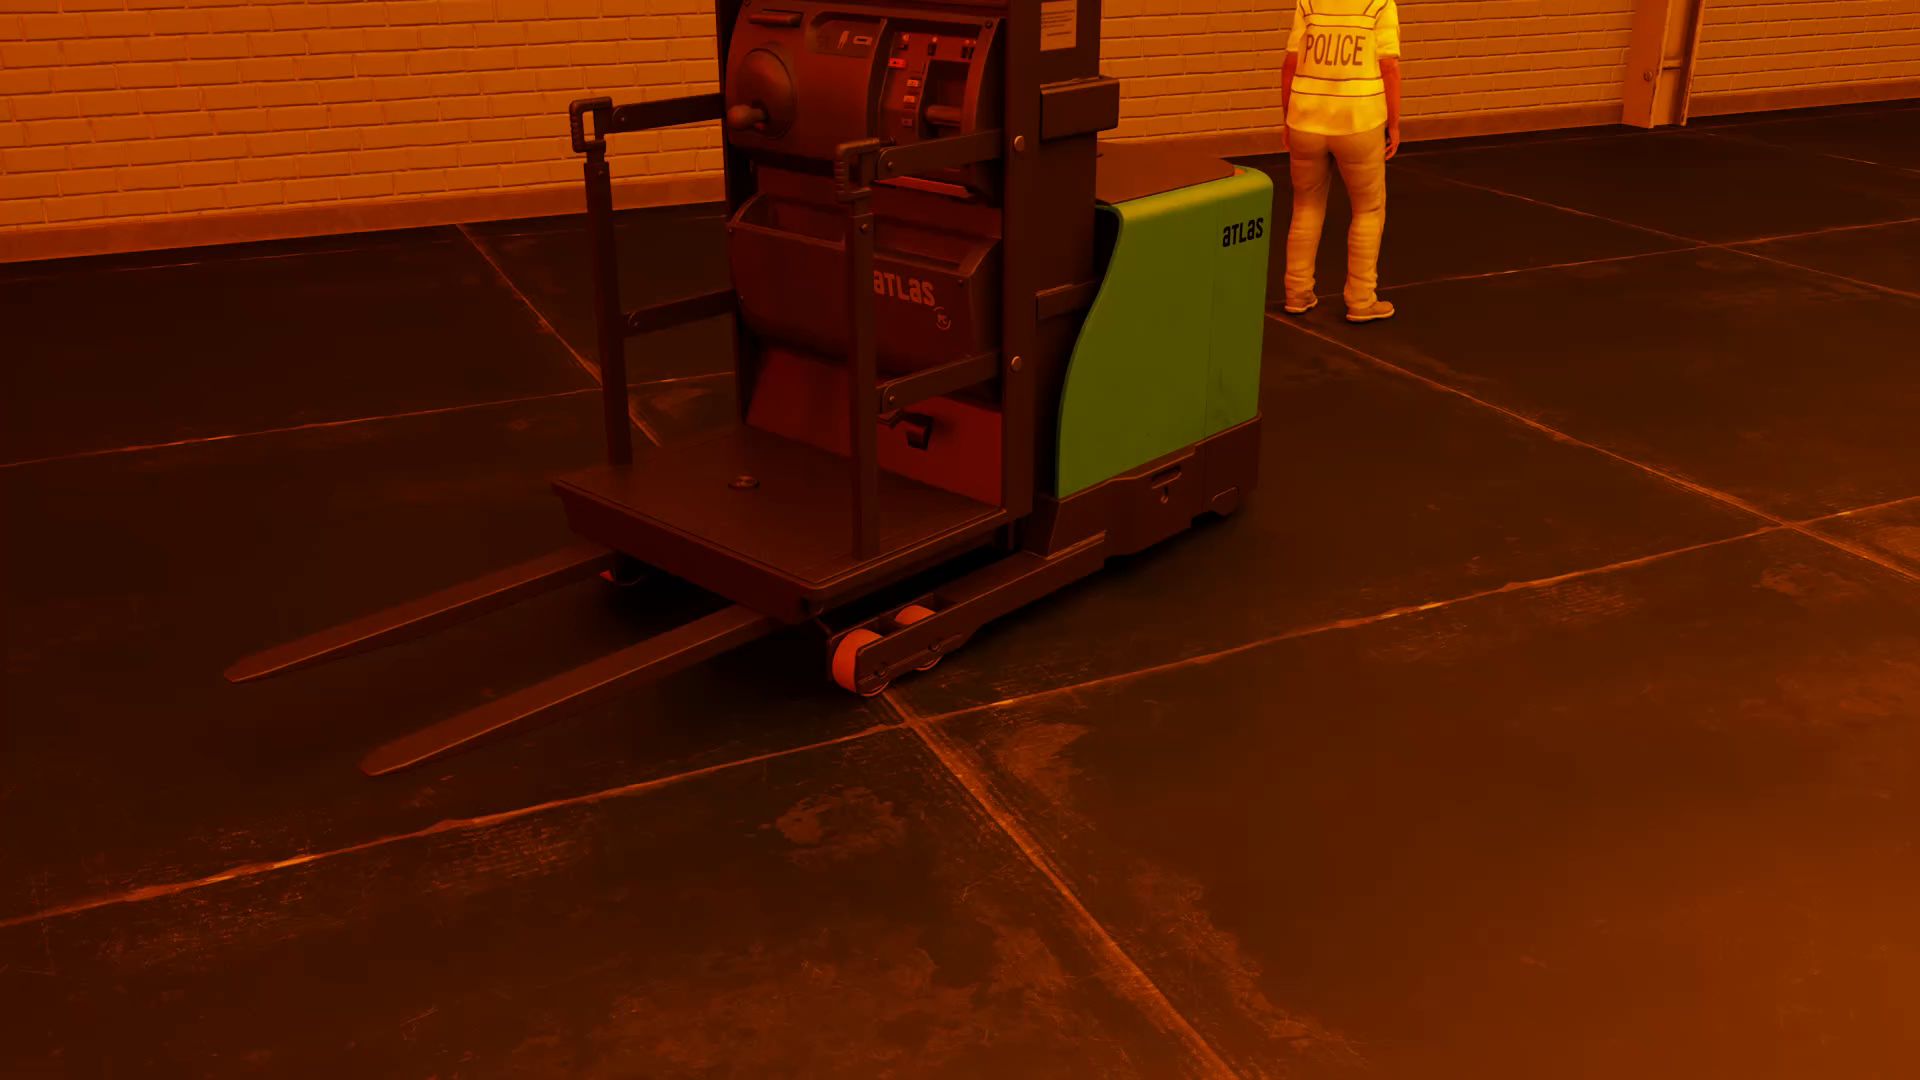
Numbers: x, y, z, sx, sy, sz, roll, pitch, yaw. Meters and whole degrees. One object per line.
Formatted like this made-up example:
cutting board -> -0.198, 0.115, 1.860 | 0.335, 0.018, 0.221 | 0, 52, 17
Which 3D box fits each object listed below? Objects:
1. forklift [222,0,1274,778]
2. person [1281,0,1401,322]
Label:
forklift -> -0.413, -1.182, 4.131 | 1.130, 2.935, 3.031 | 19, 29, 39
person -> 1.682, -1.809, 7.294 | 0.558, 1.665, 0.468 | 12, 26, 27
